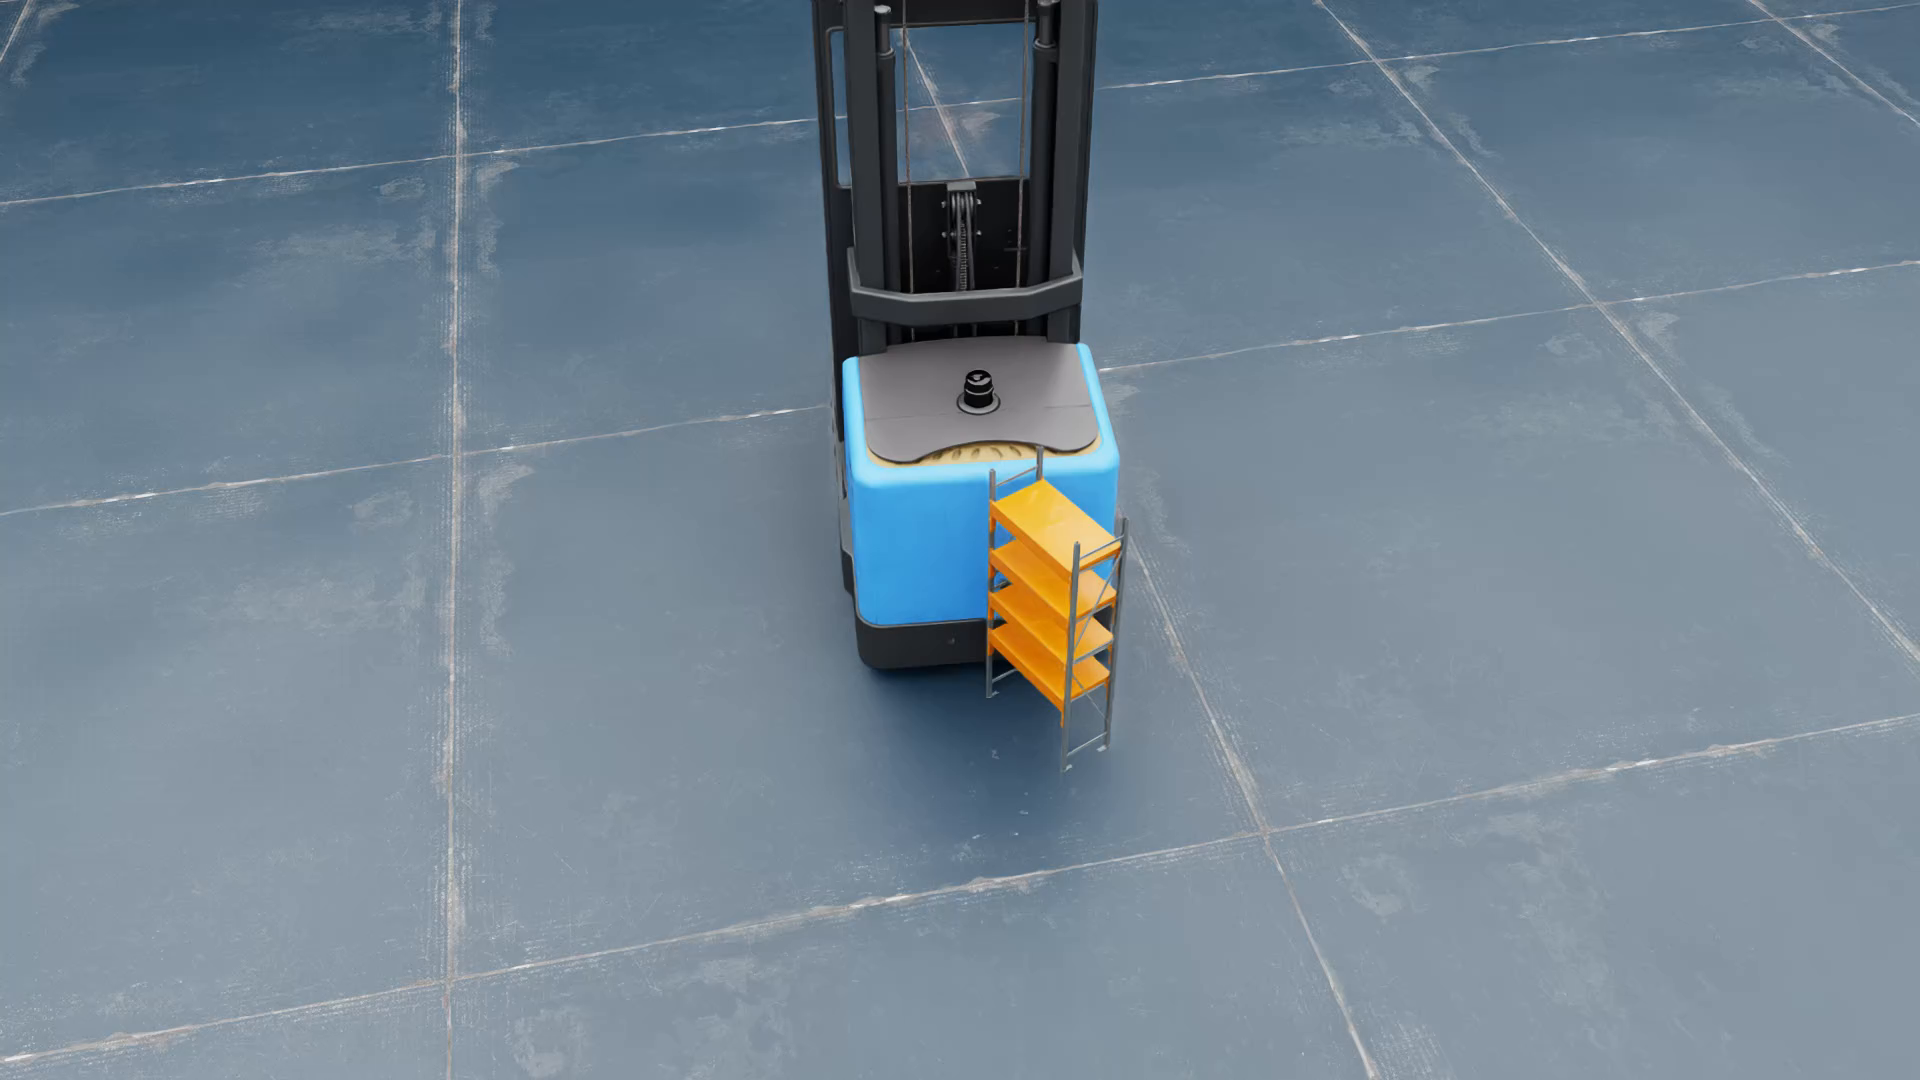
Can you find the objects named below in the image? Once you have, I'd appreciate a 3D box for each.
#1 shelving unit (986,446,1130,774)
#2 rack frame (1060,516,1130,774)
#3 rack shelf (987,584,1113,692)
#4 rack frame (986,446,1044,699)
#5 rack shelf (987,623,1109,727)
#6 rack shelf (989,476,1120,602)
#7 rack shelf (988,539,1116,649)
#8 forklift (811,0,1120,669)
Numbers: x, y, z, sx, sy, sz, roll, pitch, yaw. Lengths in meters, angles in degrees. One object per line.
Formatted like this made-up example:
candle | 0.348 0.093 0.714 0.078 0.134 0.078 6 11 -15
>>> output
shelving unit | 0.349 0.284 6.308 0.258 1.200 0.503 -26 48 -26
rack frame | 0.492 0.415 6.160 0.240 1.200 0.015 -26 48 -26
rack shelf | 0.349 0.334 6.353 0.258 0.148 0.480 -26 48 -26
rack frame | 0.206 0.153 6.456 0.240 1.200 0.015 -26 48 -26
rack shelf | 0.349 0.483 6.485 0.258 0.148 0.480 -26 48 -26
rack shelf | 0.349 -0.010 6.047 0.258 0.148 0.480 -26 48 -26
rack shelf | 0.349 0.167 6.204 0.258 0.148 0.480 -26 48 -26
forklift | -0.045 -1.542 7.061 1.130 2.935 3.031 -4 42 -4
